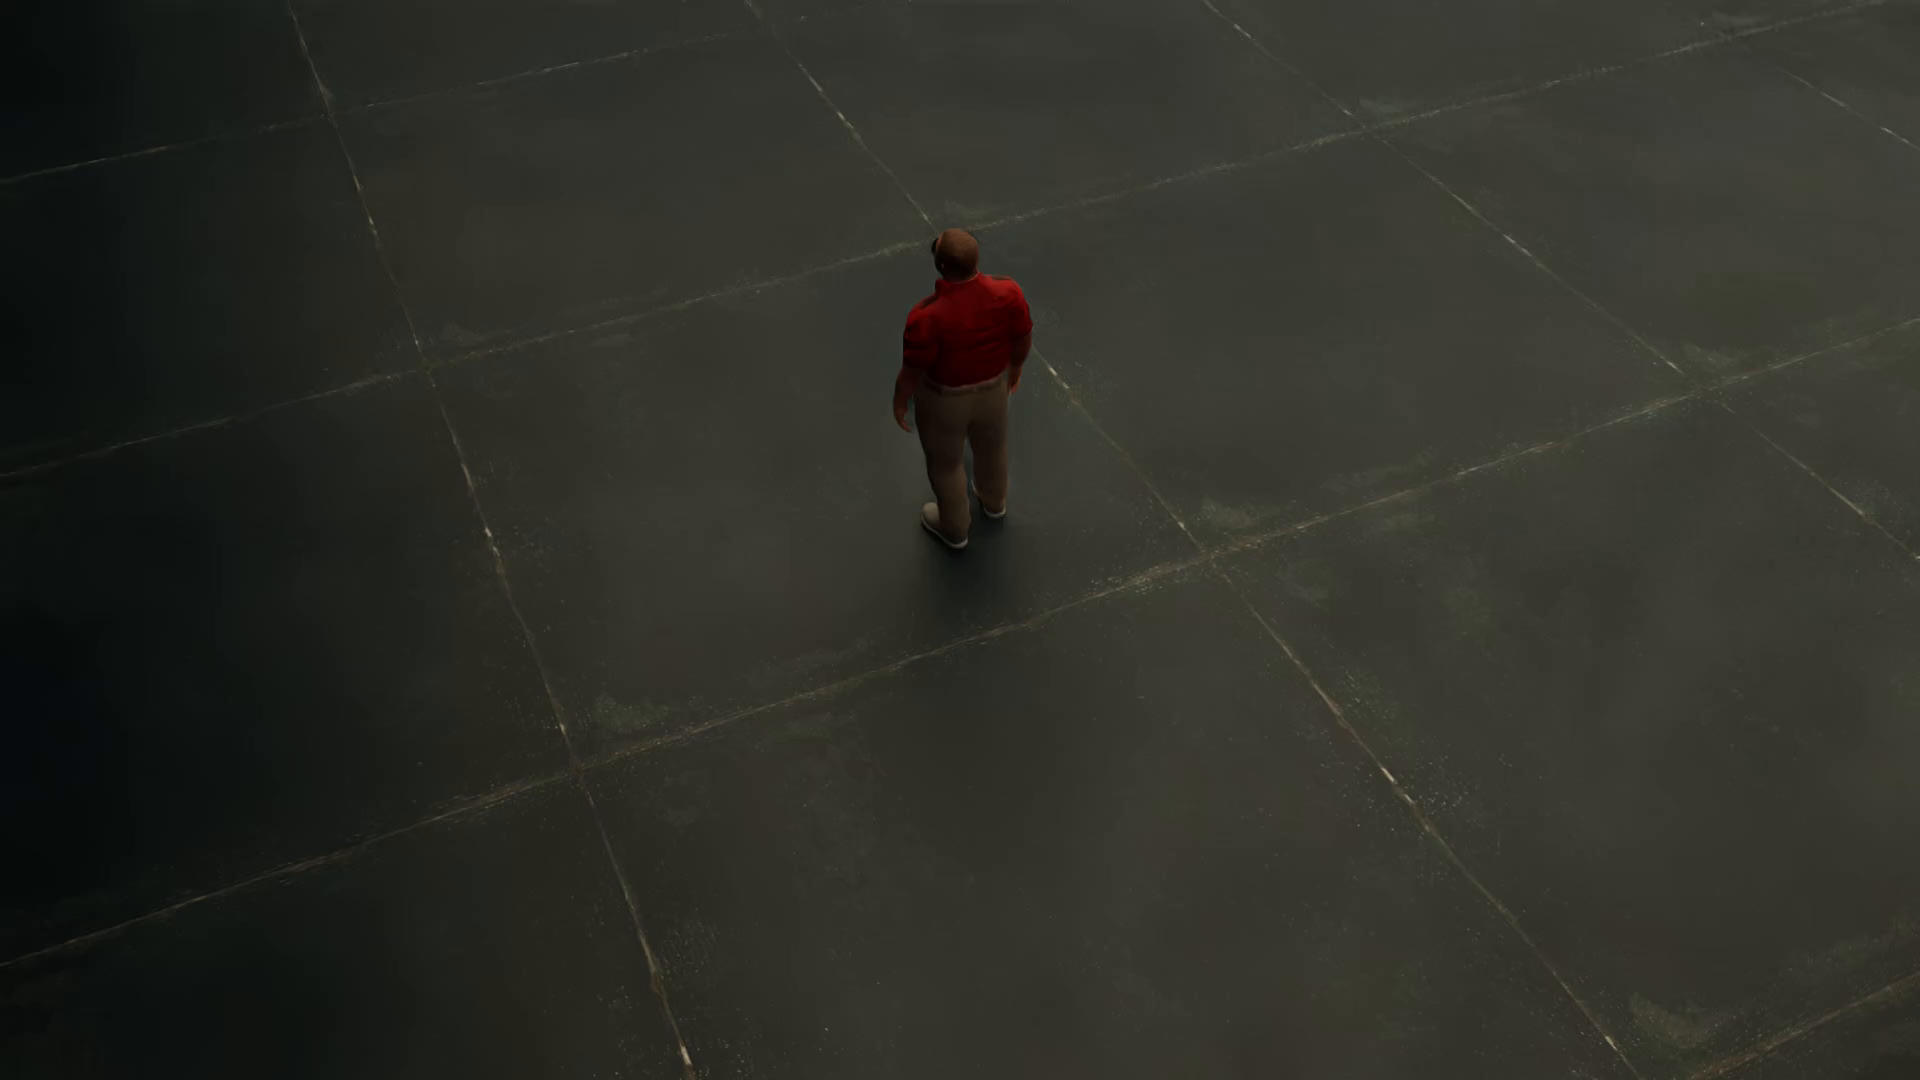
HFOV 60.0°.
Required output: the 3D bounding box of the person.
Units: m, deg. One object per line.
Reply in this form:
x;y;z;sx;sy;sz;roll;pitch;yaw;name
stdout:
-0.027;-0.696;7.297;0.640;1.727;0.550;-18;46;-18;person
